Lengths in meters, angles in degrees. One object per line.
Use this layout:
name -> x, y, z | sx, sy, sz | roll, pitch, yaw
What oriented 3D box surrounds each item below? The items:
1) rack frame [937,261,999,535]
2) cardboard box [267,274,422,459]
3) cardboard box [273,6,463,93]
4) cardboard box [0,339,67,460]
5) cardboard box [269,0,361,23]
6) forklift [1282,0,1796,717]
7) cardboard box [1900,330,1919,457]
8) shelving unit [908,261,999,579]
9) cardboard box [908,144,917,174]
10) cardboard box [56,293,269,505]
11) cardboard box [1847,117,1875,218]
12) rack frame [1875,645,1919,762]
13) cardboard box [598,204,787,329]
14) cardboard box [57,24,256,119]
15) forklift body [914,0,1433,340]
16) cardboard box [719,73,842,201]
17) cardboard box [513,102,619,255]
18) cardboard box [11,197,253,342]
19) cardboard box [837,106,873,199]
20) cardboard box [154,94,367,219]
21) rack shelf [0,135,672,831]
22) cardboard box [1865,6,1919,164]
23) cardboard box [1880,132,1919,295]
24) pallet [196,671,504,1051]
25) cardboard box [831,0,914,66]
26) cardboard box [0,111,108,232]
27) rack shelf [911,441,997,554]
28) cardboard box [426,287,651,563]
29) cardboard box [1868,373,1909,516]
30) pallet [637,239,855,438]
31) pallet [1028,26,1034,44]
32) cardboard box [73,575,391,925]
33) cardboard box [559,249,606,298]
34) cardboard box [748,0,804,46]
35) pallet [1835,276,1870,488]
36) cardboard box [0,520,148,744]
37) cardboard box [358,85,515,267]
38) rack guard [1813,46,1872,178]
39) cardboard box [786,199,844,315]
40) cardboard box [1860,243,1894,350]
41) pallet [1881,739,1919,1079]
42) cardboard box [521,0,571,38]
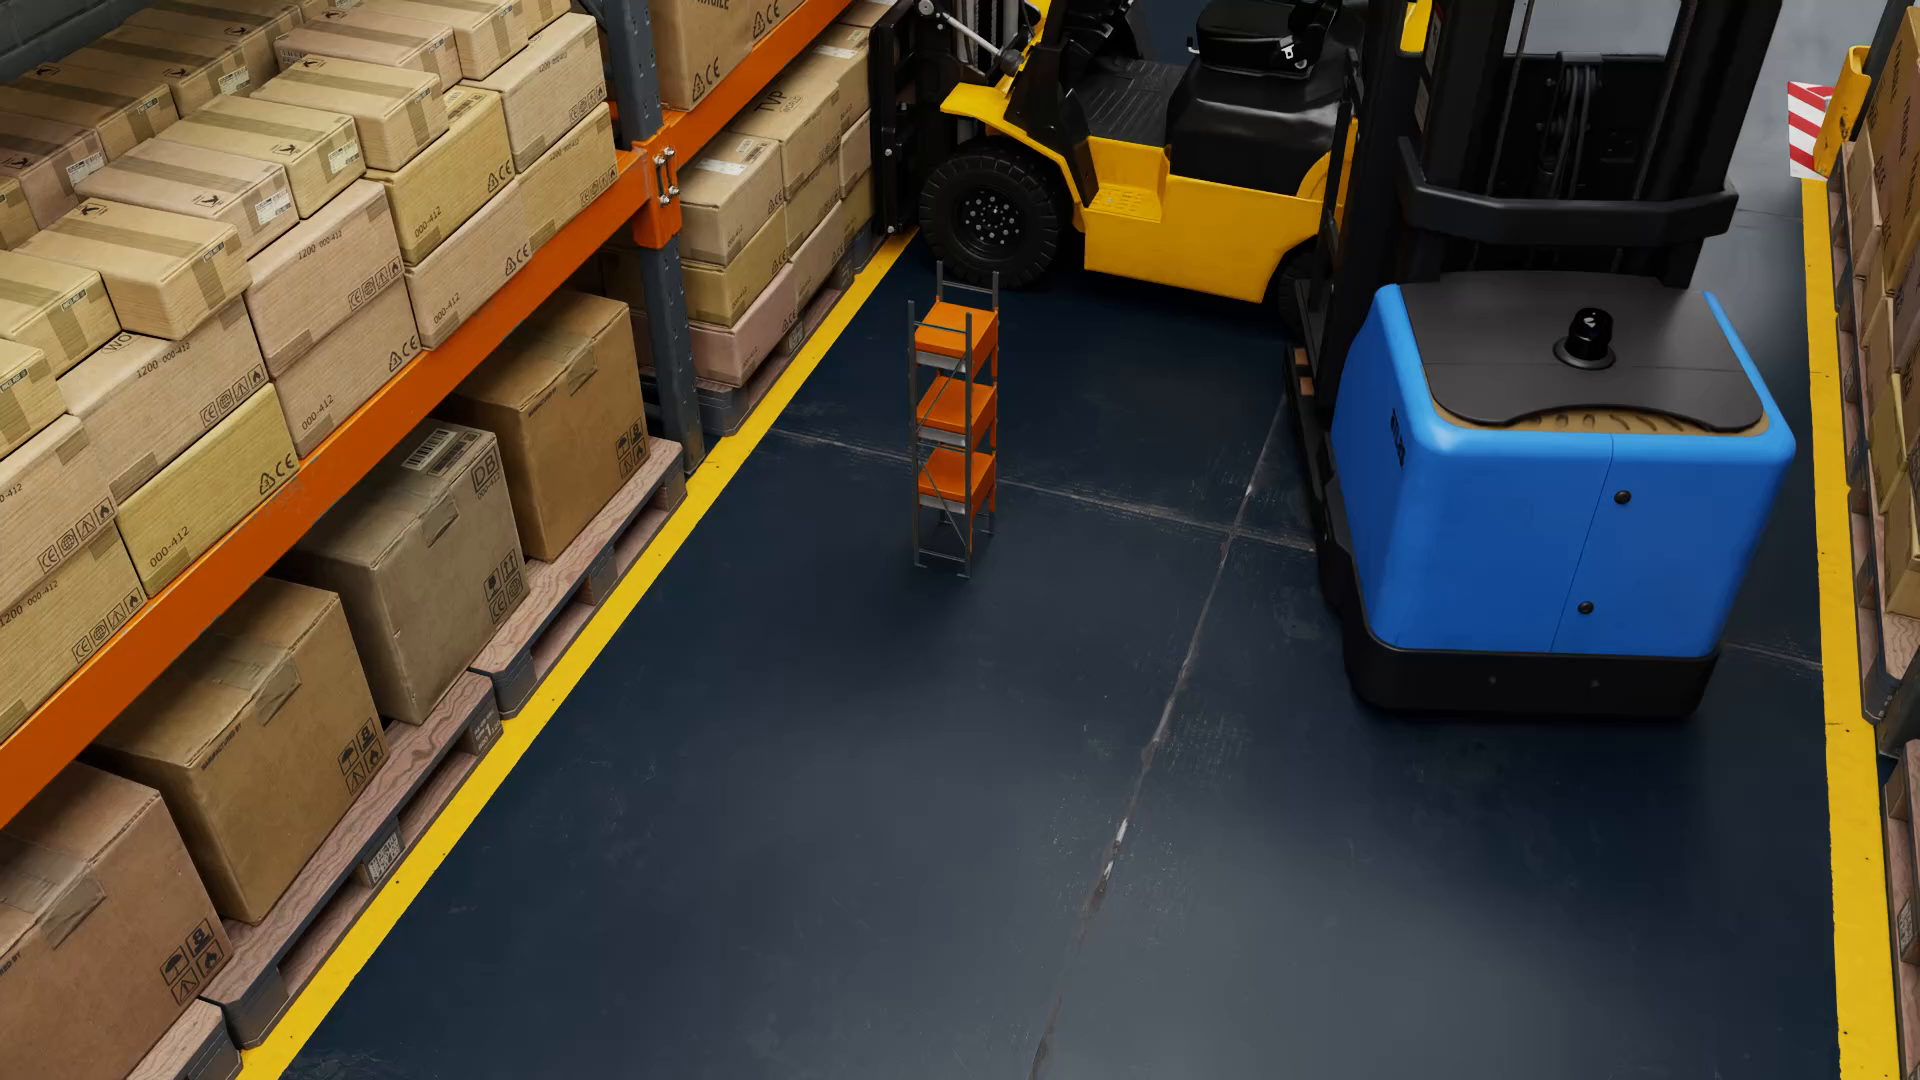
rack frame -> 0.023, -0.441, 5.458 | 0.200, 1.050, 0.008 | 13, 42, 15
cardboard box -> -1.714, -0.491, 4.130 | 0.500, 0.250, 0.500 | 14, 42, 15
cardboard box -> -1.535, -1.245, 4.322 | 0.380, 0.149, 0.250 | 13, 42, 15
cardboard box -> -1.973, -0.281, 3.191 | 0.380, 0.149, 0.250 | 14, 42, 16
cardboard box -> -1.885, -1.483, 4.601 | 0.380, 0.149, 0.250 | 12, 42, 14
forklift -> 1.799, -1.520, 5.273 | 1.130, 2.935, 3.031 | 2, 40, 2
cardboard box -> 3.366, -0.548, 5.298 | 0.500, 0.500, 0.500 | 14, 42, 16
shelving unit -> -0.018, -0.367, 5.371 | 0.215, 1.050, 0.252 | 13, 42, 15
cardboard box -> -0.434, -1.788, 7.329 | 0.500, 0.250, 0.500 | 15, 43, 16
cardboard box -> -1.890, -0.365, 3.597 | 0.500, 0.250, 0.500 | 14, 42, 16
cardboard box -> 4.075, -1.541, 7.040 | 0.500, 0.250, 0.500 | 13, 42, 15
rack frame -> 3.243, -0.418, 3.929 | 1.000, 3.000, 0.127 | 13, 42, 15
cardboard box -> -0.967, -1.048, 6.077 | 0.500, 0.250, 0.500 | 13, 42, 15
cardboard box -> -2.039, -1.171, 4.234 | 0.380, 0.149, 0.250 | 13, 42, 15
forklift body -> 1.011, -2.072, 6.522 | 2.313, 2.155, 1.214 | 13, 42, 15
cardboard box -> -0.778, -1.546, 6.276 | 0.500, 0.250, 0.500 | 13, 42, 15
cardboard box -> -1.349, -1.095, 4.838 | 0.500, 0.250, 0.500 | 14, 42, 16
cardboard box -> -1.758, -0.580, 3.541 | 0.380, 0.149, 0.250 | 12, 42, 14
cardboard box -> -0.614, -1.659, 6.793 | 0.500, 0.250, 0.500 | 13, 42, 15
cardboard box -> -1.649, -0.910, 3.928 | 0.380, 0.149, 0.250 | 12, 42, 14
rack shelf -> -2.107, -0.024, 4.021 | 1.077, 0.370, 4.000 | 13, 42, 15
cardboard box -> 4.068, -1.811, 6.779 | 0.500, 0.500, 0.500 | 12, 42, 14
cardboard box -> 3.714, -1.187, 6.048 | 0.500, 0.500, 0.500 | 14, 42, 16
pallet -> -2.053, 0.748, 4.710 | 1.003, 0.211, 1.213 | 13, 42, 15
cardboard box -> -0.432, -2.171, 7.008 | 0.500, 0.250, 0.500 | 12, 42, 14
cardboard box -> -2.230, -0.869, 3.881 | 0.380, 0.149, 0.250 | 13, 42, 15
rack shelf -> -0.018, -0.147, 5.558 | 0.215, 0.259, 0.240 | 13, 42, 15
cardboard box -> -1.590, -0.453, 5.476 | 0.875, 0.625, 0.625 | 15, 43, 17
cardboard box -> 3.365, -0.279, 5.561 | 0.500, 0.250, 0.500 | 12, 42, 14
pallet -> -1.111, -0.932, 6.680 | 1.003, 0.211, 1.213 | 13, 42, 15
pallet -> -0.277, -2.420, 8.424 | 1.003, 0.211, 1.213 | 13, 42, 15
cardboard box -> -2.118, 0.478, 4.385 | 0.875, 0.625, 0.625 | 12, 42, 13
cardboard box -> -1.449, -1.163, 6.212 | 0.500, 0.250, 0.500 | 12, 42, 14
cardboard box -> -0.863, -2.089, 5.811 | 0.500, 0.500, 0.500 | 14, 42, 16
pallet -> 3.855, -0.521, 6.198 | 1.003, 0.211, 1.213 | 13, 42, 15
cardboard box -> -2.063, 0.142, 3.388 | 0.500, 0.250, 0.500 | 12, 42, 14
cardboard box -> -1.519, -0.979, 4.316 | 0.500, 0.250, 0.500 | 12, 42, 14
rack guard -> 4.585, -1.860, 7.545 | 1.175, 0.500, 0.348 | 13, 42, 15
cardboard box -> -0.787, -1.166, 6.600 | 0.500, 0.250, 0.500 | 12, 42, 14
cardboard box -> 3.719, -0.895, 6.283 | 0.500, 0.250, 0.500 | 16, 43, 18
pallet -> 2.978, 1.118, 4.277 | 1.003, 0.211, 1.213 | 13, 42, 15
cardboard box -> -1.331, -1.544, 4.672 | 0.380, 0.149, 0.250 | 15, 43, 17
